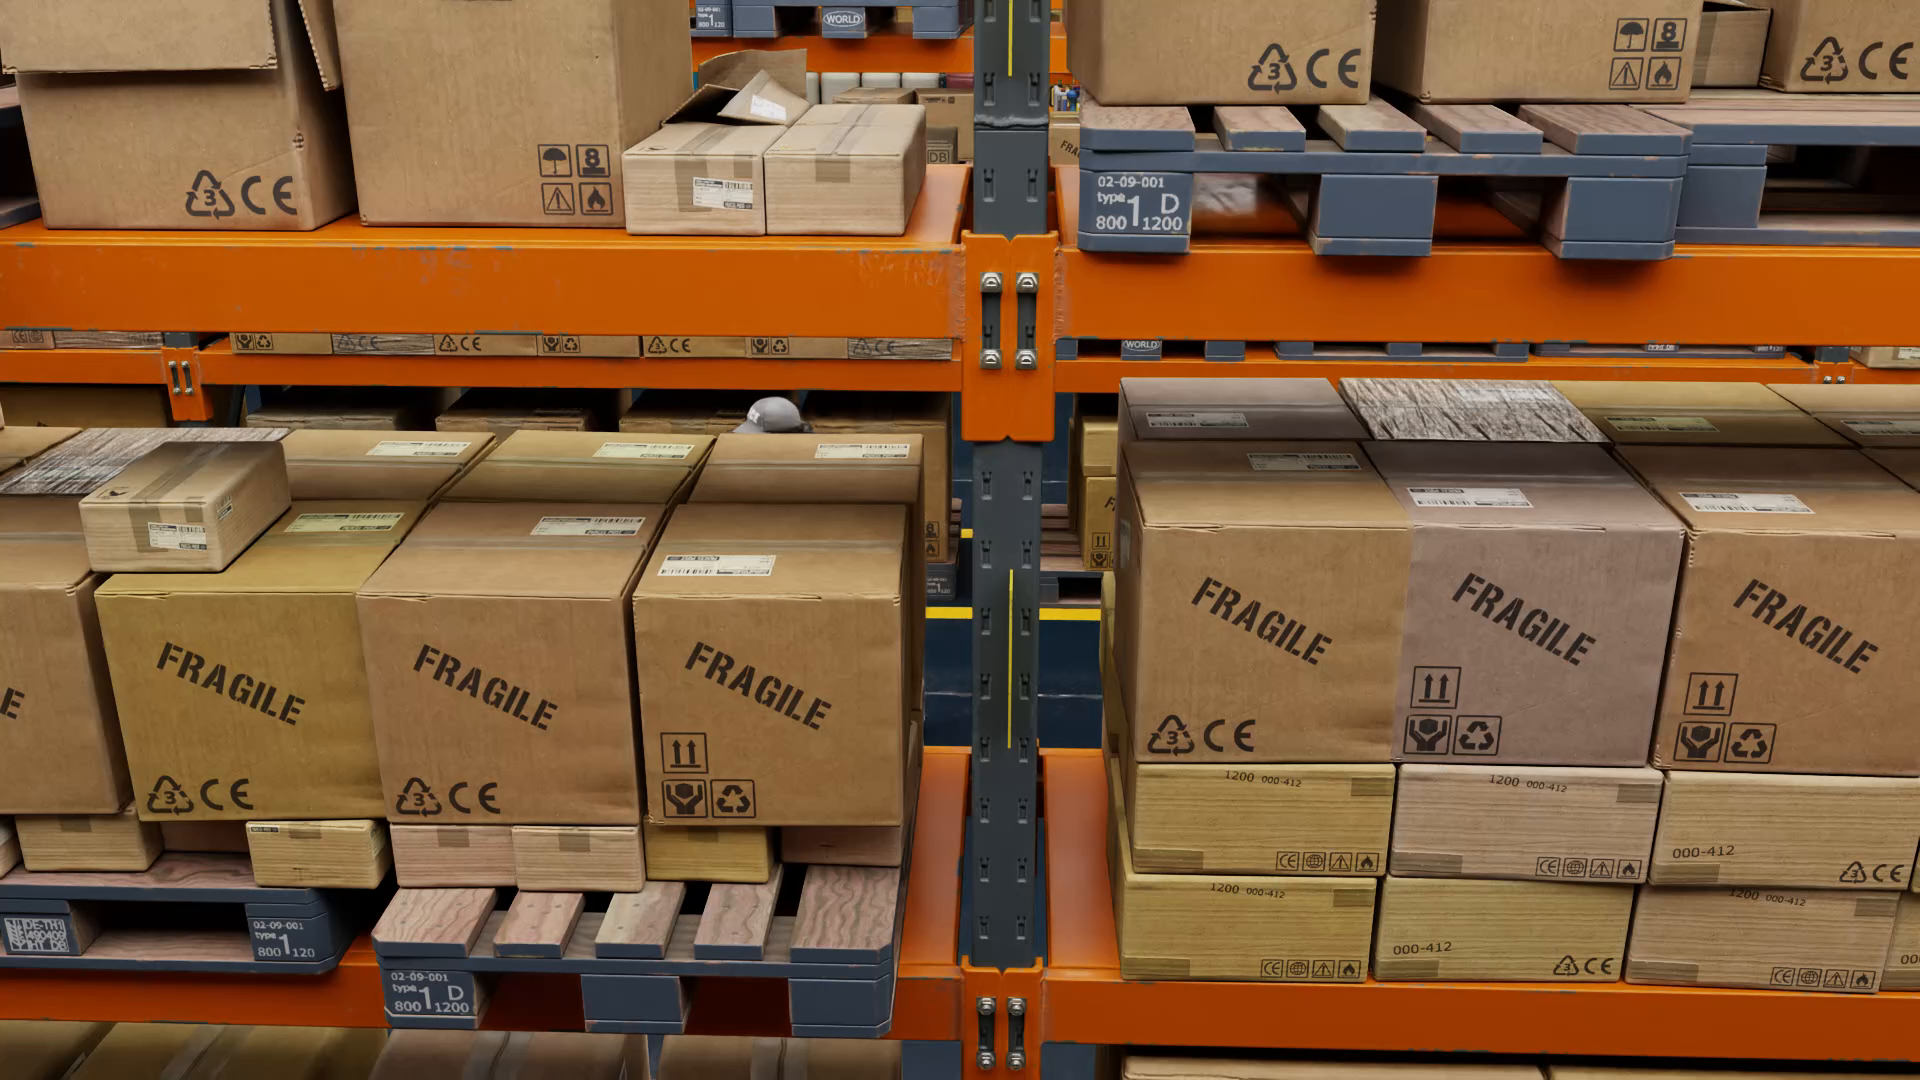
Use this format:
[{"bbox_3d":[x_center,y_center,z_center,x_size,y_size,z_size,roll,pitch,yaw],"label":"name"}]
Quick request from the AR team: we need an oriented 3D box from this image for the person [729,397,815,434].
[{"bbox_3d":[-0.609,0.205,6.558,0.484,1.623,0.961,15,25,34],"label":"person"}]
